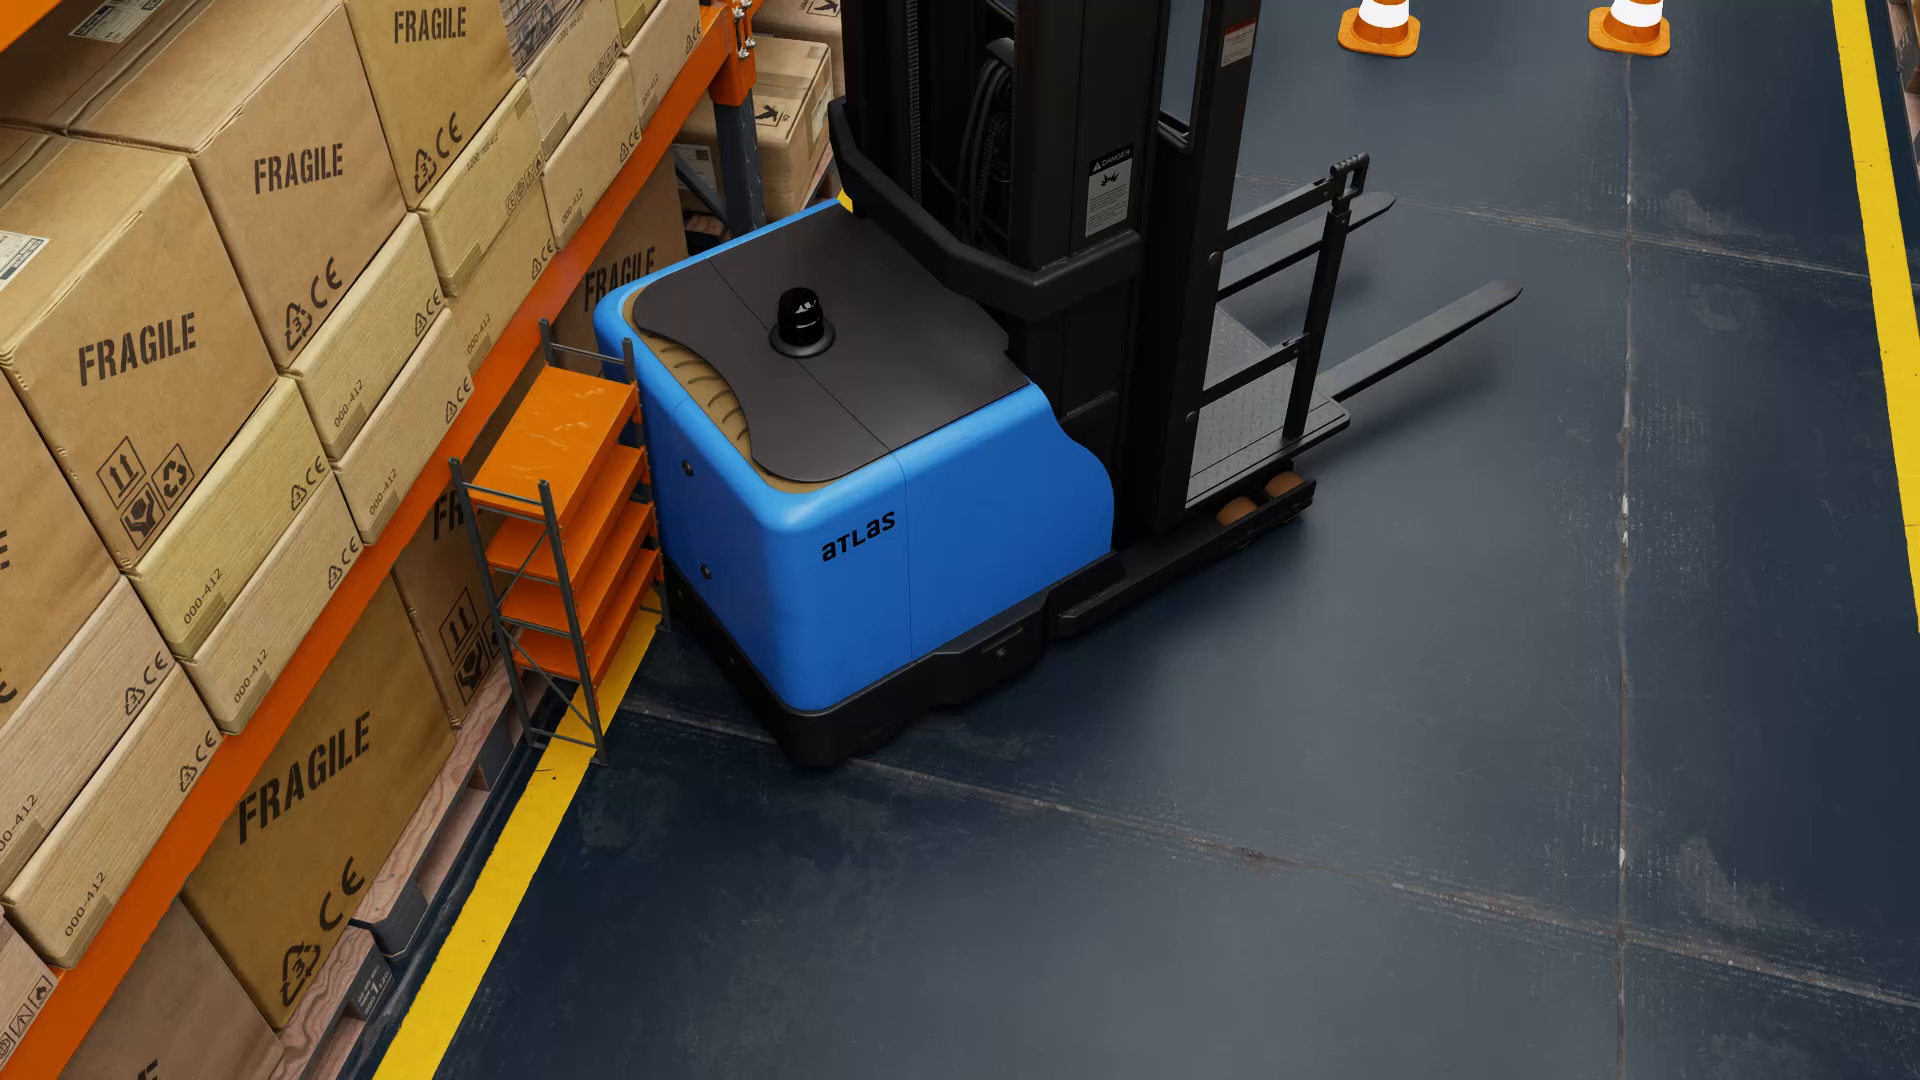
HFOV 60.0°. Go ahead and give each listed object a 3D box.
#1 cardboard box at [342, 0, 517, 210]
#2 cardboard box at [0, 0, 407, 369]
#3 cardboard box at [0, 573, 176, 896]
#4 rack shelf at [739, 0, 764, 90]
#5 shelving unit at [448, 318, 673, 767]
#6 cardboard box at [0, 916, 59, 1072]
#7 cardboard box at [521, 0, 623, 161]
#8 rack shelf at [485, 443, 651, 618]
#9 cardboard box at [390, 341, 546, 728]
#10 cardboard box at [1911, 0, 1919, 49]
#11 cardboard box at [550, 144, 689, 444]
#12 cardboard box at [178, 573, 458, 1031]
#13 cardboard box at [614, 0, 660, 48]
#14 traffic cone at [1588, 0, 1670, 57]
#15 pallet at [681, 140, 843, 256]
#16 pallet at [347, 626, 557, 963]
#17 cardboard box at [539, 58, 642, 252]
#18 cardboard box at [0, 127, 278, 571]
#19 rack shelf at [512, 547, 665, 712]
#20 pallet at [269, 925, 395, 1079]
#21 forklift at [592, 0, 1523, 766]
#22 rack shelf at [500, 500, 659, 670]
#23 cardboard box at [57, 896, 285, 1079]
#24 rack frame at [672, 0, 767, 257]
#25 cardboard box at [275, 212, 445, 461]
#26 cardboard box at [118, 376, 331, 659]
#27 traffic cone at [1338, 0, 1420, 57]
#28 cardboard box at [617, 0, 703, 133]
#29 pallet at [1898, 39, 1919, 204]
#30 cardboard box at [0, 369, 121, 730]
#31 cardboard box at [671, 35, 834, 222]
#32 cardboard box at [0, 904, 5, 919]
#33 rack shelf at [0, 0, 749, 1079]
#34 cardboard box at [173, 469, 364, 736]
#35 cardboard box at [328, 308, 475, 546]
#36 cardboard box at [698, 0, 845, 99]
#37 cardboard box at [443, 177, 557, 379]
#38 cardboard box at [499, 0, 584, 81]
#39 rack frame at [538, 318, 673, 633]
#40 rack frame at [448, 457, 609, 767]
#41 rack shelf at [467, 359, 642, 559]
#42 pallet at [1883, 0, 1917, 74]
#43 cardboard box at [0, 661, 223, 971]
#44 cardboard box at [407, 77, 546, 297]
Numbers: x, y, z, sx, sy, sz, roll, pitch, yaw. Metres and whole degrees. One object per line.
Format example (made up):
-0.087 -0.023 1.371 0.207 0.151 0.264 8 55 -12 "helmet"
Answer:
-1.305 -1.074 3.464 0.500 0.500 0.500 12 50 10 "cardboard box"
-1.445 -0.709 3.142 0.500 0.500 0.500 11 49 9 "cardboard box"
-1.712 0.266 2.781 0.500 0.250 0.500 12 50 11 "cardboard box"
-0.631 -3.075 6.443 1.077 0.370 4.000 12 50 10 "rack shelf"
-1.015 0.045 4.395 0.258 1.200 0.503 14 51 8 "shelving unit"
-1.840 0.810 2.634 0.500 0.250 0.500 11 49 9 "cardboard box"
-1.171 -1.210 4.084 0.500 0.250 0.500 10 49 9 "cardboard box"
-1.007 -0.055 4.274 0.258 0.148 0.480 14 51 8 "rack shelf"
-1.658 -0.175 4.541 0.875 0.875 0.875 12 50 10 "cardboard box"
4.363 -2.087 6.311 1.050 0.750 0.750 12 50 10 "cardboard box"
-1.419 -0.819 5.109 0.875 0.875 0.875 11 50 10 "cardboard box"
-1.894 0.472 3.970 0.875 0.875 0.875 13 50 11 "cardboard box"
-1.040 -1.582 4.412 0.500 0.250 0.500 11 50 10 "cardboard box"
2.888 -2.344 7.010 0.336 0.463 0.334 12 50 10 "traffic cone"
-0.950 -1.509 6.441 1.003 0.211 1.213 12 50 10 "pallet"
-1.761 0.491 4.675 1.003 0.211 1.213 12 50 10 "pallet"
-1.159 -1.027 4.256 0.500 0.250 0.500 12 50 11 "cardboard box"
-1.575 -0.334 2.811 0.500 0.500 0.500 10 49 9 "cardboard box"
-1.028 0.214 4.599 0.258 0.148 0.480 14 51 8 "rack shelf"
-2.080 1.377 3.894 1.003 0.211 1.213 12 50 10 "pallet"
0.510 -1.240 4.389 3.031 2.935 1.130 -28 54 -22 "forklift"
-1.018 0.088 4.446 0.258 0.148 0.480 14 51 8 "rack shelf"
-2.124 1.127 3.392 0.875 0.875 0.875 13 50 11 "cardboard box"
-1.157 -1.866 4.897 1.000 3.000 0.127 12 50 10 "rack frame"
-1.422 -0.460 3.422 0.500 0.250 0.500 10 49 9 "cardboard box"
-1.554 -0.094 3.099 0.500 0.250 0.500 12 50 11 "cardboard box"
1.808 -2.340 7.006 0.336 0.463 0.334 12 50 10 "traffic cone"
-1.040 -1.400 4.585 0.500 0.250 0.500 10 49 9 "cardboard box"
4.248 -1.475 6.411 1.003 0.211 1.213 12 50 10 "pallet"
-1.710 0.028 2.491 0.500 0.500 0.500 11 50 10 "cardboard box"
-0.999 -1.542 6.083 0.950 0.372 0.625 9 49 7 "cardboard box"
-1.822 0.649 2.444 0.500 0.250 0.500 10 49 9 "cardboard box"
-1.684 -0.182 3.889 1.077 0.370 4.000 12 50 10 "rack shelf"
-1.555 0.068 3.289 0.500 0.250 0.500 11 50 10 "cardboard box"
-1.414 -0.292 3.607 0.500 0.250 0.500 11 49 9 "cardboard box"
-0.812 -2.078 6.556 0.950 0.372 0.625 11 49 9 "cardboard box"
-1.307 -0.666 3.937 0.500 0.250 0.500 11 50 10 "cardboard box"
-1.168 -1.432 3.780 0.500 0.500 0.500 12 50 11 "cardboard box"
-0.951 -0.135 4.547 0.240 1.200 0.015 14 51 8 "rack frame"
-1.080 0.224 4.242 0.240 1.200 0.015 14 51 8 "rack frame"
-0.996 -0.205 4.092 0.258 0.148 0.480 14 51 8 "rack shelf"
4.567 -2.360 7.192 1.003 0.211 1.213 12 50 10 "pallet"
-1.705 0.436 2.965 0.500 0.250 0.500 10 49 9 "cardboard box"
-1.286 -0.836 3.754 0.500 0.250 0.500 10 49 9 "cardboard box"
